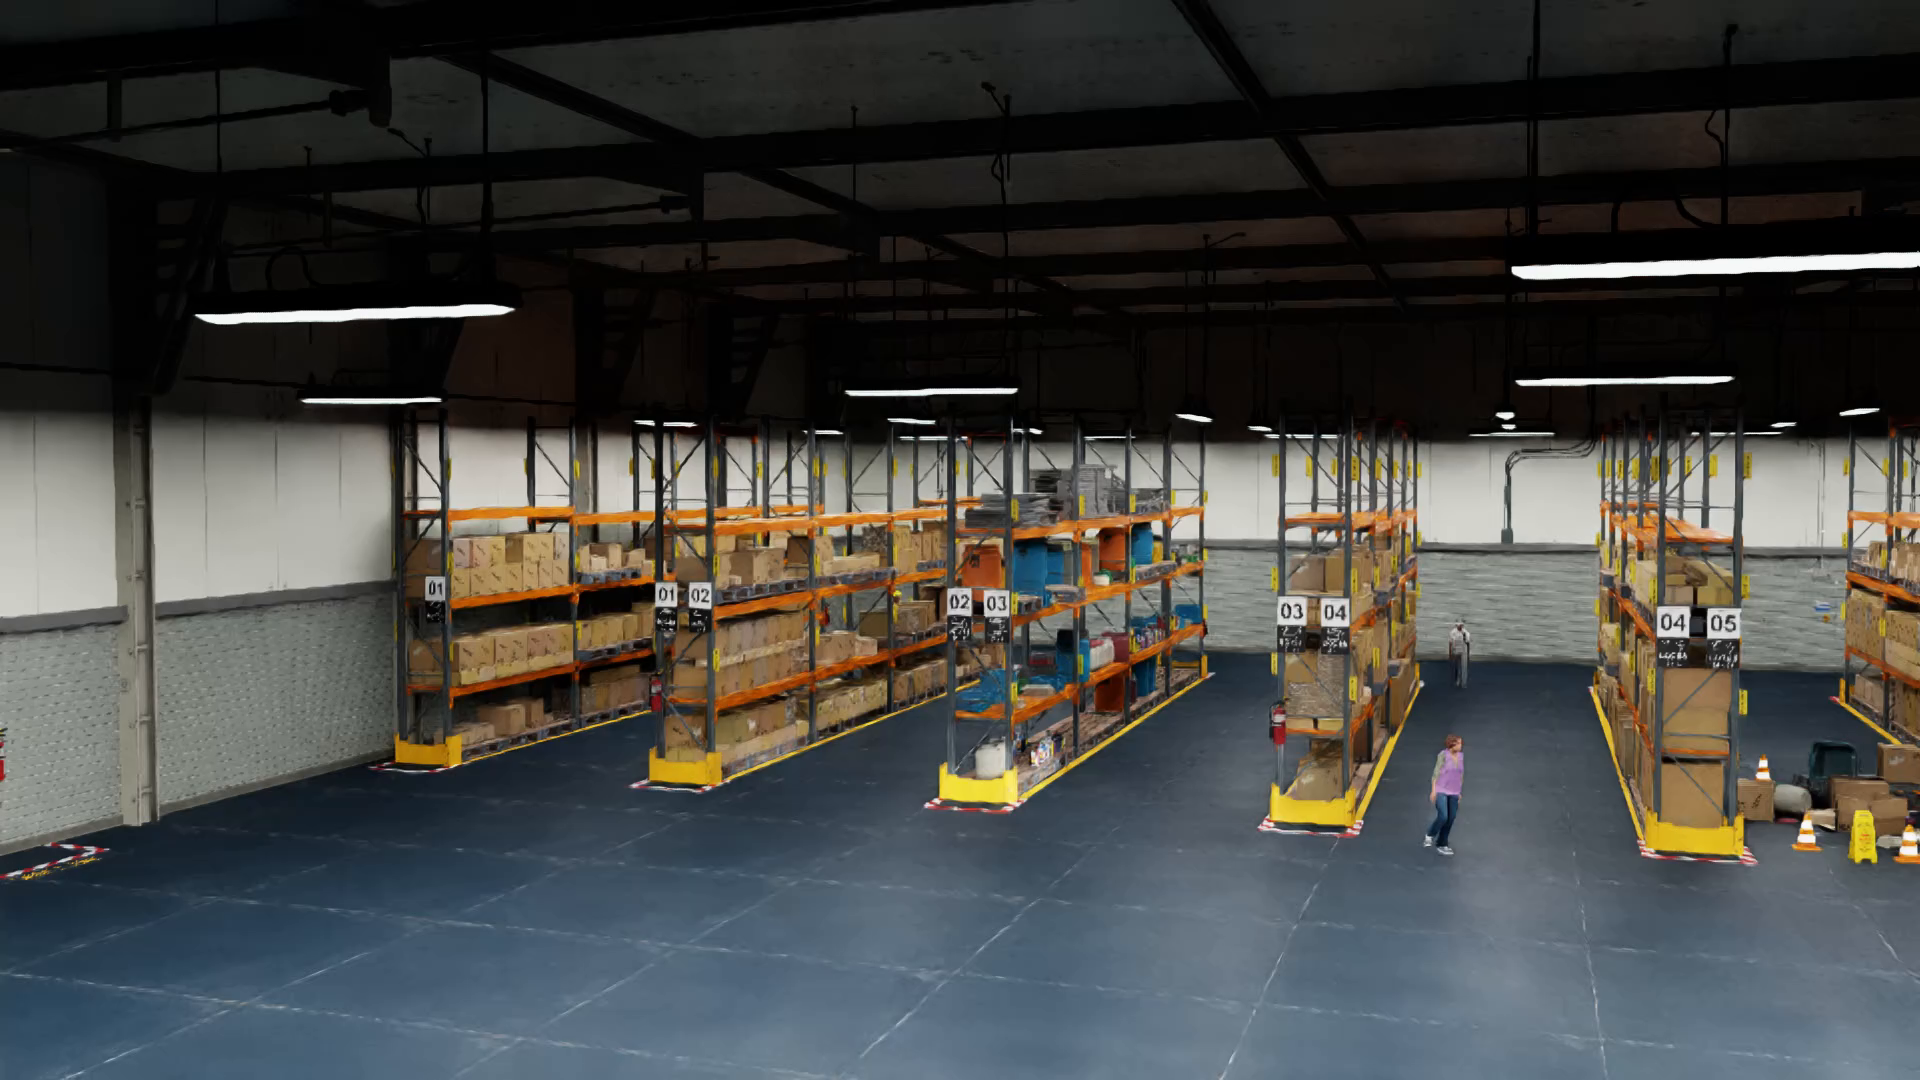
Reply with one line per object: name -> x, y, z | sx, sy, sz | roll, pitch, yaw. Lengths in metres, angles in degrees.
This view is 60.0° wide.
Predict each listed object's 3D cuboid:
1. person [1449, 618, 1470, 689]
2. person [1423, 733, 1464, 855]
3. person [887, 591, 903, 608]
person -> 11.393, 2.563, 37.950 | 0.456, 1.589, 1.088 | 1, 3, 20
person -> 6.289, 3.280, 21.587 | 0.477, 1.589, 0.473 | -1, 3, -20
person -> -1.636, 2.220, 44.135 | 0.740, 1.754, 0.568 | -2, 3, -33
